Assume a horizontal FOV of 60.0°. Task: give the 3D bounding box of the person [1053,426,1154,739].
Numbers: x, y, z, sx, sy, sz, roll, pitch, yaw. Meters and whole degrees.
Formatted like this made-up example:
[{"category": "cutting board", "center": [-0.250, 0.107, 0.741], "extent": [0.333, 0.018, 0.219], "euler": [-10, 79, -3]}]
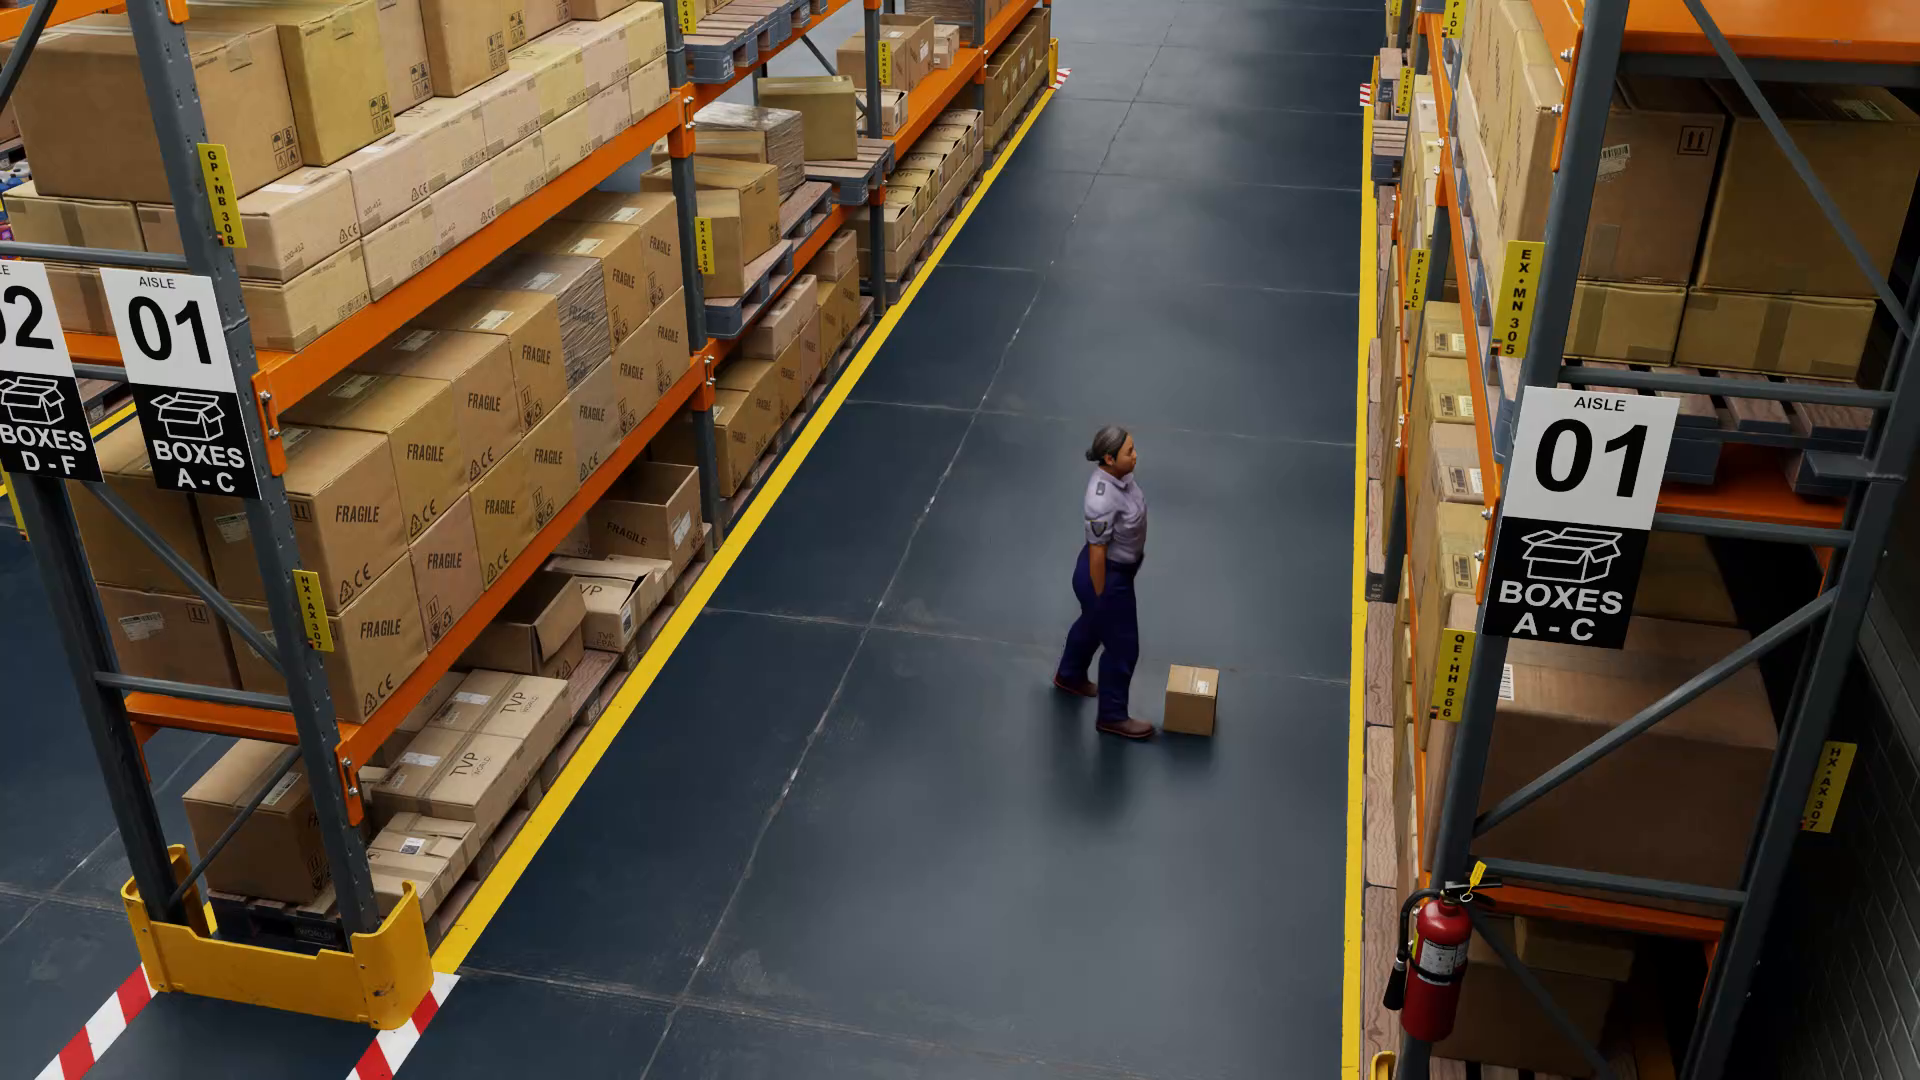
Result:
[{"category": "person", "center": [0.753, 0.189, 8.319], "extent": [0.565, 1.667, 0.476], "euler": [6, 30, 11]}]
